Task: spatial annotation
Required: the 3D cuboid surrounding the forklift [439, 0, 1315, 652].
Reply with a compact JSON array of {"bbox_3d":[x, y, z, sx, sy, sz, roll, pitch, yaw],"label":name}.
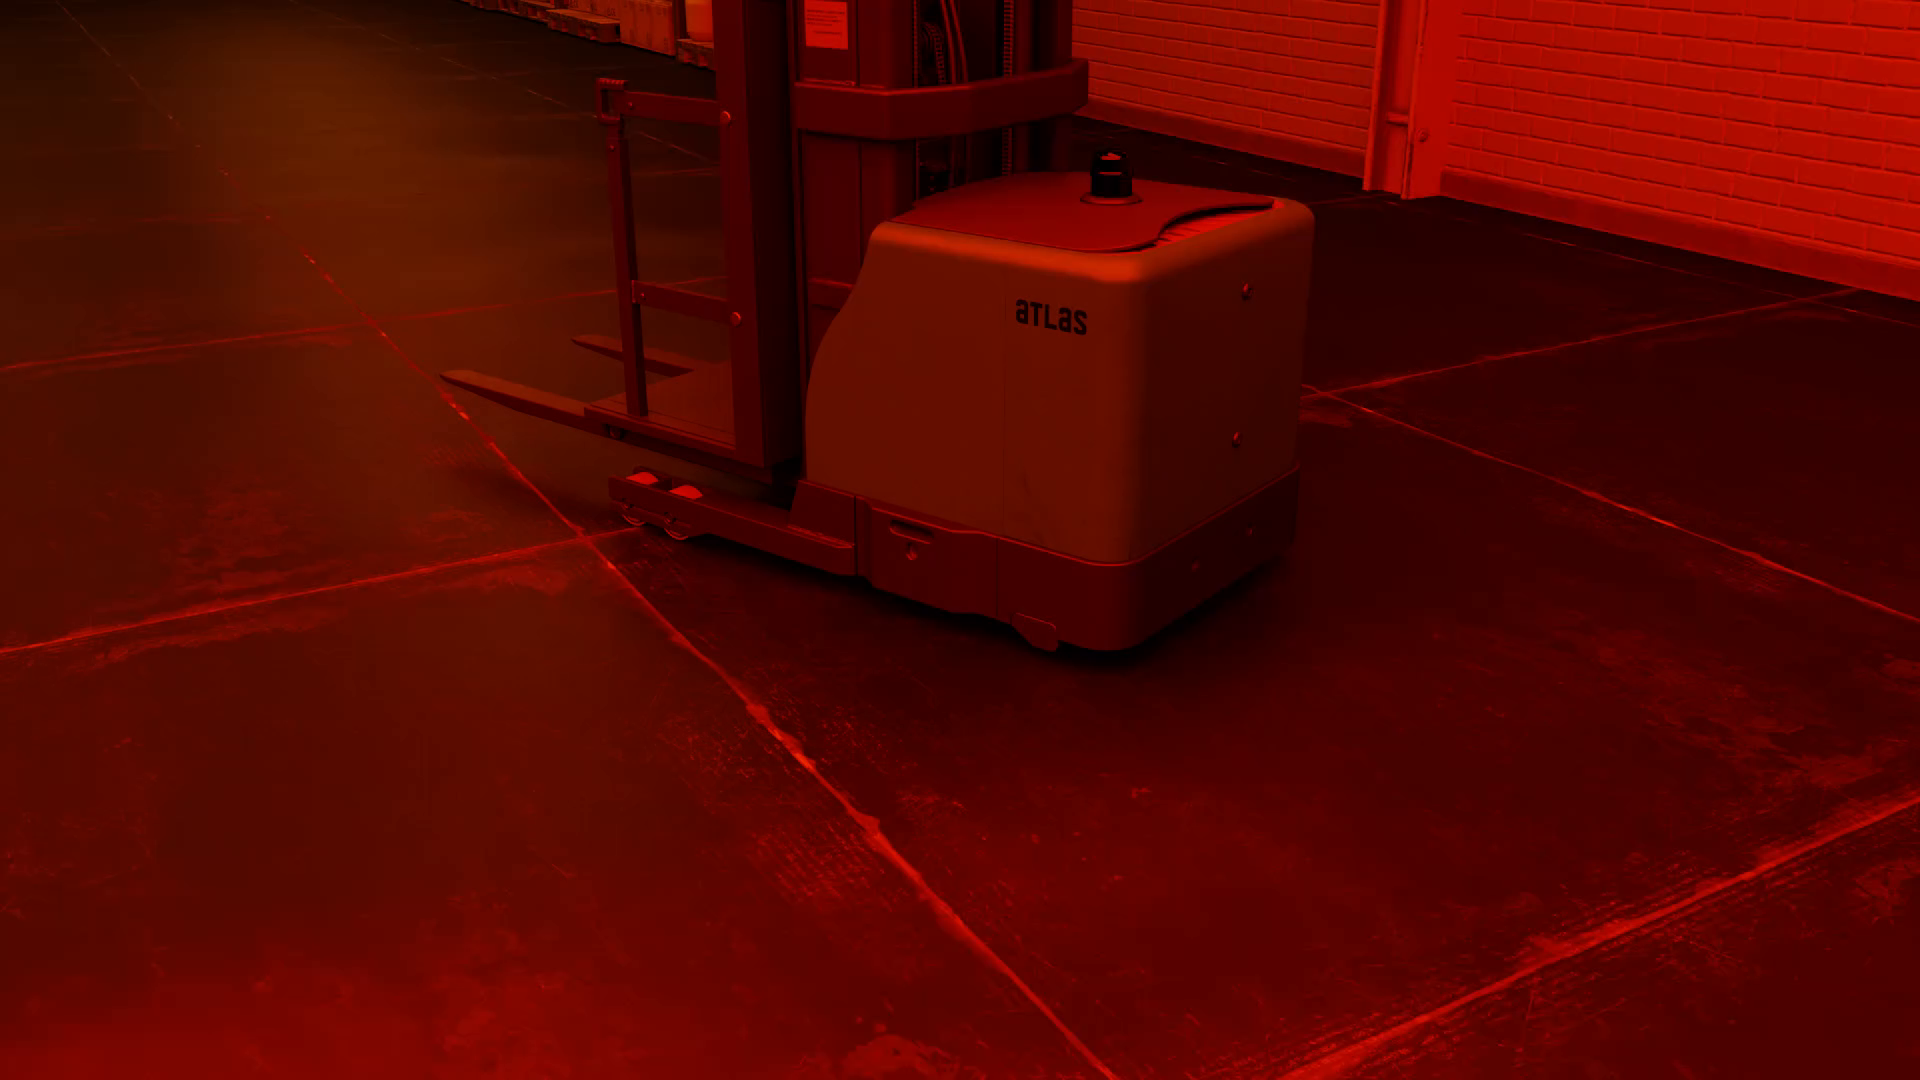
[{"bbox_3d":[-0.481,-1.497,4.922,3.031,2.935,1.130,16,27,34],"label":"forklift"}]
